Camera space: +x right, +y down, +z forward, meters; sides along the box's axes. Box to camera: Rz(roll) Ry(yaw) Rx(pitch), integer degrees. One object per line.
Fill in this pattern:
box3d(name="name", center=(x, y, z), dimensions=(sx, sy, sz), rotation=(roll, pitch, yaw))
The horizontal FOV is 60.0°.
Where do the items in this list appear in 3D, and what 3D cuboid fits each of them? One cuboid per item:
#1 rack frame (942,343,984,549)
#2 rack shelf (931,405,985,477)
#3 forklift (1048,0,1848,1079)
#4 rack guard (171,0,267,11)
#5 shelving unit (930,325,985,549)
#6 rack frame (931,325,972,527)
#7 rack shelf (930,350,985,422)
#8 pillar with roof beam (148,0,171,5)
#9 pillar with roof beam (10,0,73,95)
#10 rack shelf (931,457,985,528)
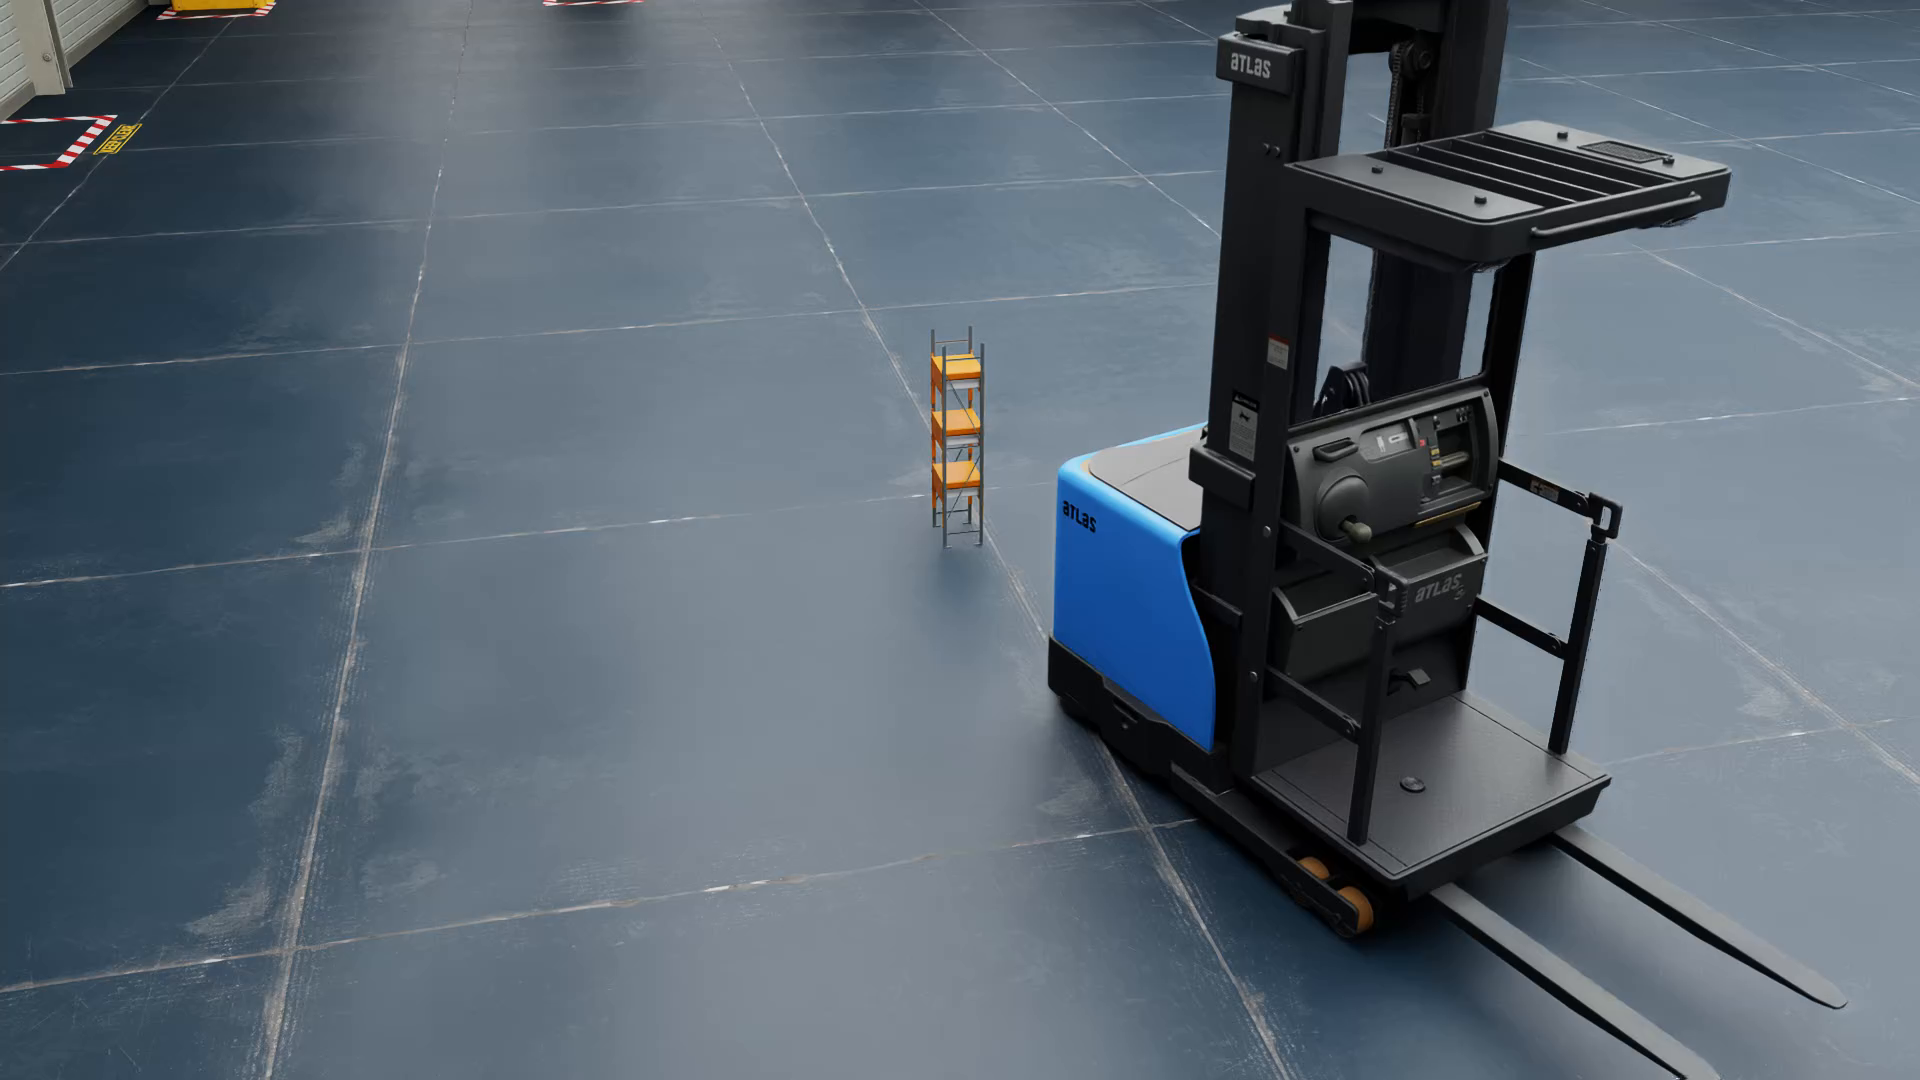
box3d(name="rack frame", center=(0.015, -0.439, 7.954), dimensions=(0.200, 1.050, 0.008), rotation=(-6, 27, -12))
box3d(name="rack shelf", center=(-0.012, -0.483, 8.065), dimensions=(0.215, 0.259, 0.240), rotation=(-6, 27, -12))
box3d(name="forklift", center=(1.580, -0.214, 5.422), dimensions=(1.130, 2.935, 3.031), rotation=(-16, 31, -29))
box3d(name="rack guard", center=(-10.052, -7.466, 22.488), dimensions=(1.175, 0.500, 0.348), rotation=(-6, 27, -12))
box3d(name="shelving unit", center=(-0.012, -0.492, 8.060), dimensions=(0.215, 1.050, 0.252), rotation=(-6, 27, -12))
box3d(name="rack frame", center=(-0.040, -0.546, 8.166), dimensions=(0.200, 1.050, 0.008), rotation=(-6, 27, -12))
box3d(name="rack shelf", center=(-0.012, -0.736, 7.937), dimensions=(0.215, 0.259, 0.240), rotation=(-6, 27, -12))
box3d(name="pillar with roof beam", center=(-6.841, -11.884, 21.808), dimensions=(9.100, 9.000, 0.400), rotation=(-6, 27, -12))
box3d(name="pillar with roof beam", center=(-5.489, -9.250, 16.589), dimensions=(9.100, 9.000, 0.400), rotation=(-6, 27, -12))
box3d(name="rack shelf", center=(-0.012, -0.235, 8.190), dimensions=(0.215, 0.259, 0.240), rotation=(-6, 27, -12))
